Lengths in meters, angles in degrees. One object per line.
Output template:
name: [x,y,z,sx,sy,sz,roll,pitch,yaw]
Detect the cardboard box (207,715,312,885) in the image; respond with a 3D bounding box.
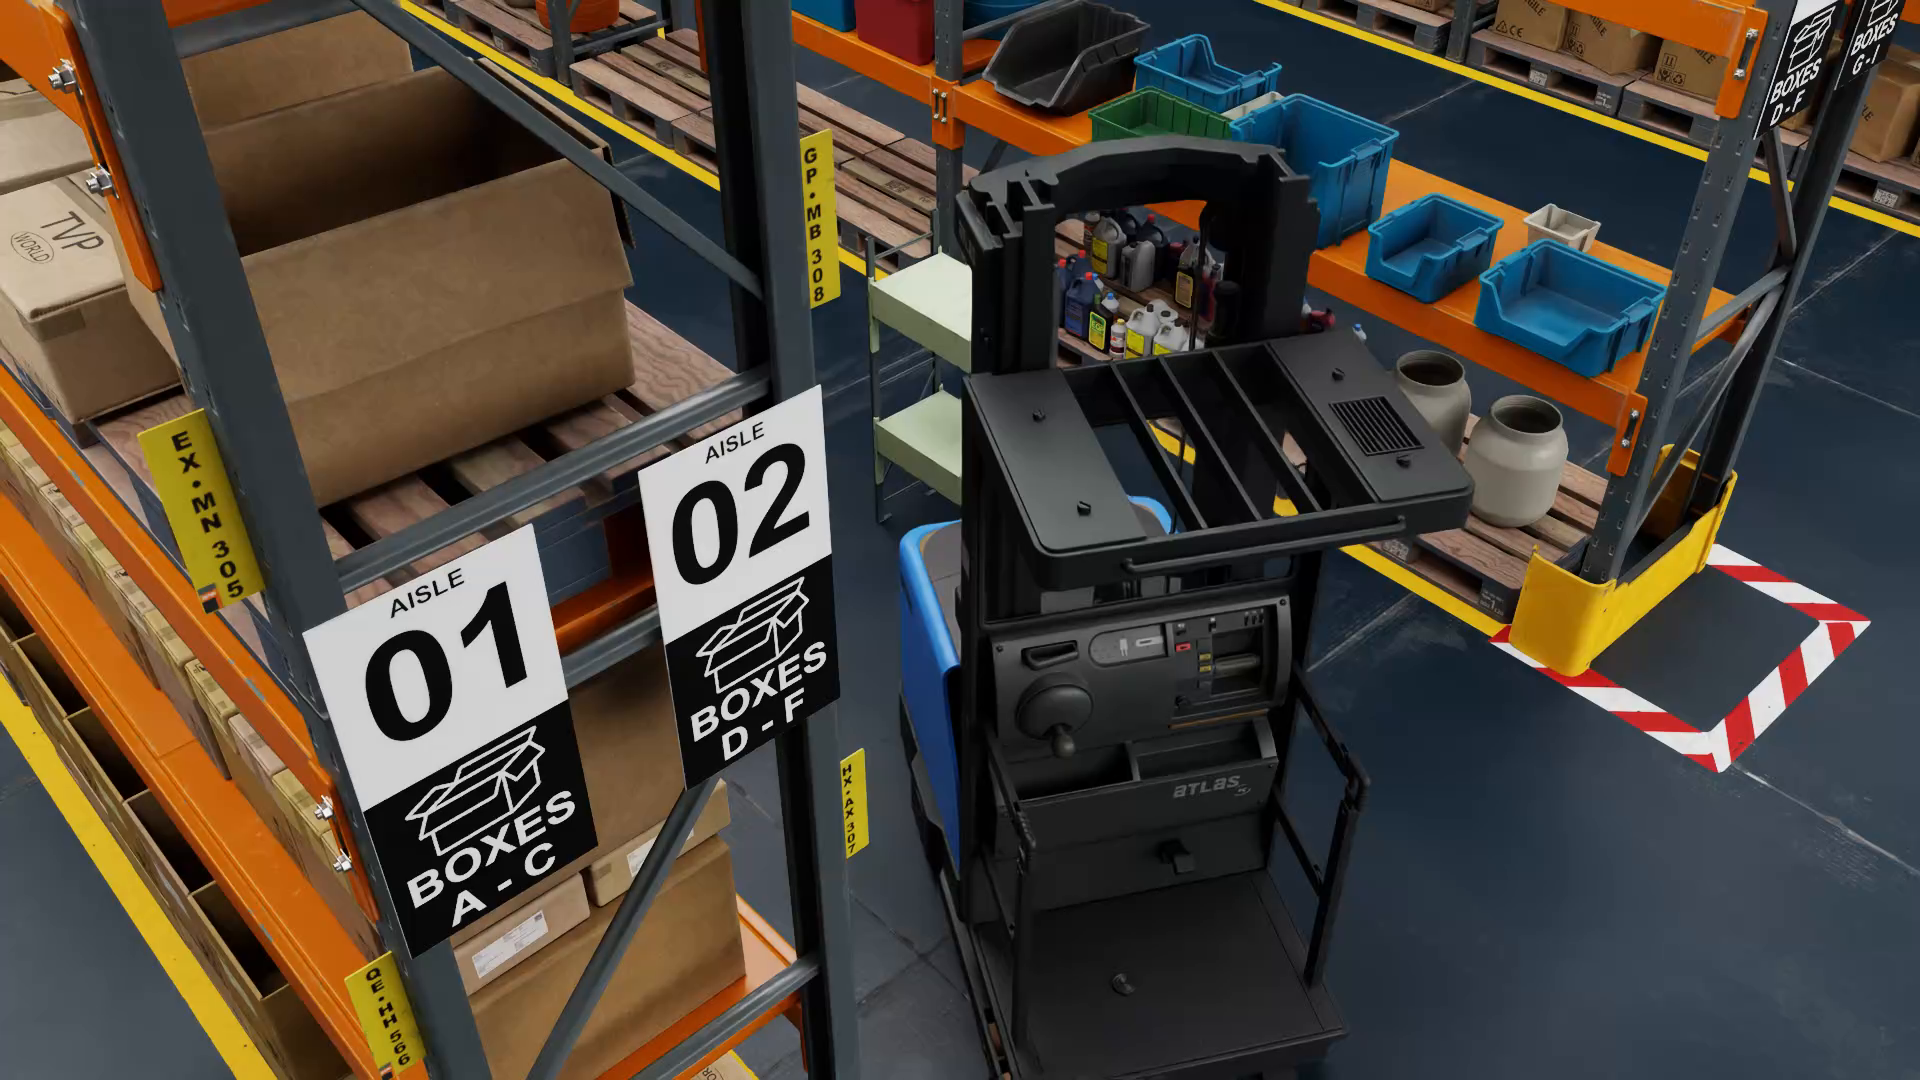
cardboard box: [-1.665,0.486,4.681,0.700,0.500,0.500,-30,47,-31]

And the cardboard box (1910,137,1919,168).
cardboard box: [6.221,-2.475,10.083,0.500,0.500,0.500,-21,44,-24]

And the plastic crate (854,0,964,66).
plastic crate: [-0.276,-2.854,8.845,0.402,0.464,0.583,-30,48,-32]

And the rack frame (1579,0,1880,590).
rack frame: [2.983,-0.884,6.457,1.000,3.000,0.127,-30,48,-32]

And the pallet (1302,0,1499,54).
pallet: [3.398,-4.114,12.676,1.003,0.211,1.213,-30,48,-32]

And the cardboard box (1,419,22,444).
cardboard box: [-2.726,-0.739,5.166,0.700,0.500,0.500,-30,48,-32]

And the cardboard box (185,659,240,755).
cardboard box: [-1.765,0.355,4.327,0.380,0.149,0.250,-28,47,-31]

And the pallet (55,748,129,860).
pallet: [-2.867,0.839,6.543,1.003,0.211,1.213,-30,48,-32]

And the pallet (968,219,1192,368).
pallet: [0.701,-1.321,9.218,1.003,0.211,1.213,-30,48,-32]

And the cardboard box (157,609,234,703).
cardboard box: [-1.712,-0.044,4.305,0.700,0.500,0.500,-30,48,-32]

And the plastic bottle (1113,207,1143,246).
plastic bottle: [0.925,-1.700,9.226,0.144,0.351,0.185,-31,48,-33]

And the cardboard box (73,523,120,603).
cardboard box: [-2.285,-0.001,4.768,0.380,0.149,0.250,-30,48,-32]

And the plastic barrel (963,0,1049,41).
plastic barrel: [0.239,-3.237,8.972,0.600,0.901,0.708,-30,48,-32]

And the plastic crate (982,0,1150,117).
plastic crate: [0.538,-2.414,8.401,0.767,0.338,0.504,-30,48,-32]

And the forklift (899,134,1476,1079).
forklift: [0.602,0.479,4.824,1.130,2.935,3.031,-9,40,-10]

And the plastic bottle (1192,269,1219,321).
plastic bottle: [1.302,-1.313,8.800,0.061,0.283,0.133,-30,48,-32]

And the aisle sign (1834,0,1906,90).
aisle sign: [3.247,-1.986,5.753,0.394,0.787,0.004,-30,48,-32]

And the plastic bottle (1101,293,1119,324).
plastic bottle: [0.772,-1.155,8.614,0.097,0.271,0.097,0,39,0]

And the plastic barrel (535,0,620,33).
plastic barrel: [-2.772,-4.124,11.862,0.600,0.830,0.708,-30,48,-32]

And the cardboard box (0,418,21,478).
cardboard box: [-2.811,-0.361,5.213,0.380,0.149,0.250,-30,48,-32]

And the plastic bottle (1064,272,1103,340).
plastic bottle: [0.645,-1.238,8.654,0.185,0.351,0.144,32,49,33]

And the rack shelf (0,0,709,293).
rack shelf: [-2.021,-1.604,3.465,1.077,0.370,4.000,-30,48,-32]

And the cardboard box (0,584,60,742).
cardboard box: [-3.291,0.331,6.211,0.500,0.500,0.500,-30,48,-32]

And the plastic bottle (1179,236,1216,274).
plastic bottle: [1.273,-1.462,8.931,0.144,0.351,0.185,-30,48,-32]

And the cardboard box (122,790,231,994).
cardboard box: [-2.275,1.024,5.352,0.500,0.500,0.500,-30,48,-32]

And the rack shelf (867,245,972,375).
rack shelf: [0.005,-0.884,7.030,0.431,0.370,0.720,-30,48,-32]

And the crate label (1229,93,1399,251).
crate label: [1.539,-1.634,7.358,0.502,0.435,0.616,-30,48,-32]

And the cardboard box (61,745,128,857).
cardboard box: [-2.949,0.852,6.162,0.500,0.250,0.500,-30,48,-32]

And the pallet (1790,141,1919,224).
pallet: [6.056,-2.330,10.467,1.003,0.211,1.213,-30,48,-32]

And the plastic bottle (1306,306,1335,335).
plastic bottle: [1.846,-1.082,8.514,0.061,0.283,0.133,-29,47,-31]

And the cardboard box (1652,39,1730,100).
cardboard box: [5.037,-3.313,11.119,0.500,0.500,0.500,30,48,32]

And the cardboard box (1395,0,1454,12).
cardboard box: [3.526,-4.332,12.365,0.500,0.500,0.700,30,48,32]

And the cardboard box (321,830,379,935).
cardboard box: [-1.245,0.712,3.885,0.380,0.149,0.250,-29,47,-31]

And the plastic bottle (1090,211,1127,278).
plastic bottle: [0.819,-1.639,9.150,0.144,0.351,0.185,-30,48,-32]

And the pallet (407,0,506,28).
pallet: [-3.813,-4.413,13.046,1.003,0.211,1.213,-30,48,-32]

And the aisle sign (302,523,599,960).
aisle sign: [-0.840,0.363,2.844,0.394,0.787,0.004,-30,48,-32]

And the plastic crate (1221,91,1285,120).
plastic crate: [1.562,-1.988,8.035,0.530,0.136,0.437,-30,48,-32]

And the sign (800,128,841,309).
sign: [-0.256,-0.551,2.899,0.100,0.325,0.005,-30,48,-32]

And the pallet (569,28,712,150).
pallet: [-1.933,-3.126,11.453,1.003,0.211,1.213,-30,48,-32]

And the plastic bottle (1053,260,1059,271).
plastic bottle: [0.487,-1.423,8.936,0.061,0.283,0.133,-30,48,-32]

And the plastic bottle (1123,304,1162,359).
plastic bottle: [0.933,-1.041,8.410,0.144,0.351,0.185,-30,48,-32]

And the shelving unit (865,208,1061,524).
shelving unit: [0.005,-0.580,7.275,0.431,1.500,0.755,-30,48,-32]

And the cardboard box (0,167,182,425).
cardboard box: [-1.642,-0.528,3.302,0.500,0.250,0.500,-30,48,-32]

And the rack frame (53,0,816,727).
rack frame: [-0.668,-1.114,1.968,1.000,3.000,0.127,-30,48,-32]

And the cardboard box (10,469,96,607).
cardboard box: [-2.708,-0.226,5.564,0.700,0.500,0.500,-30,48,-32]

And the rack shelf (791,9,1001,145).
rack shelf: [-1.075,-3.381,10.121,1.077,0.370,4.000,-30,48,-32]

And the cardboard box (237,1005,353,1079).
cardboard box: [-1.935,1.546,5.302,0.500,0.250,0.500,-30,48,-32]
